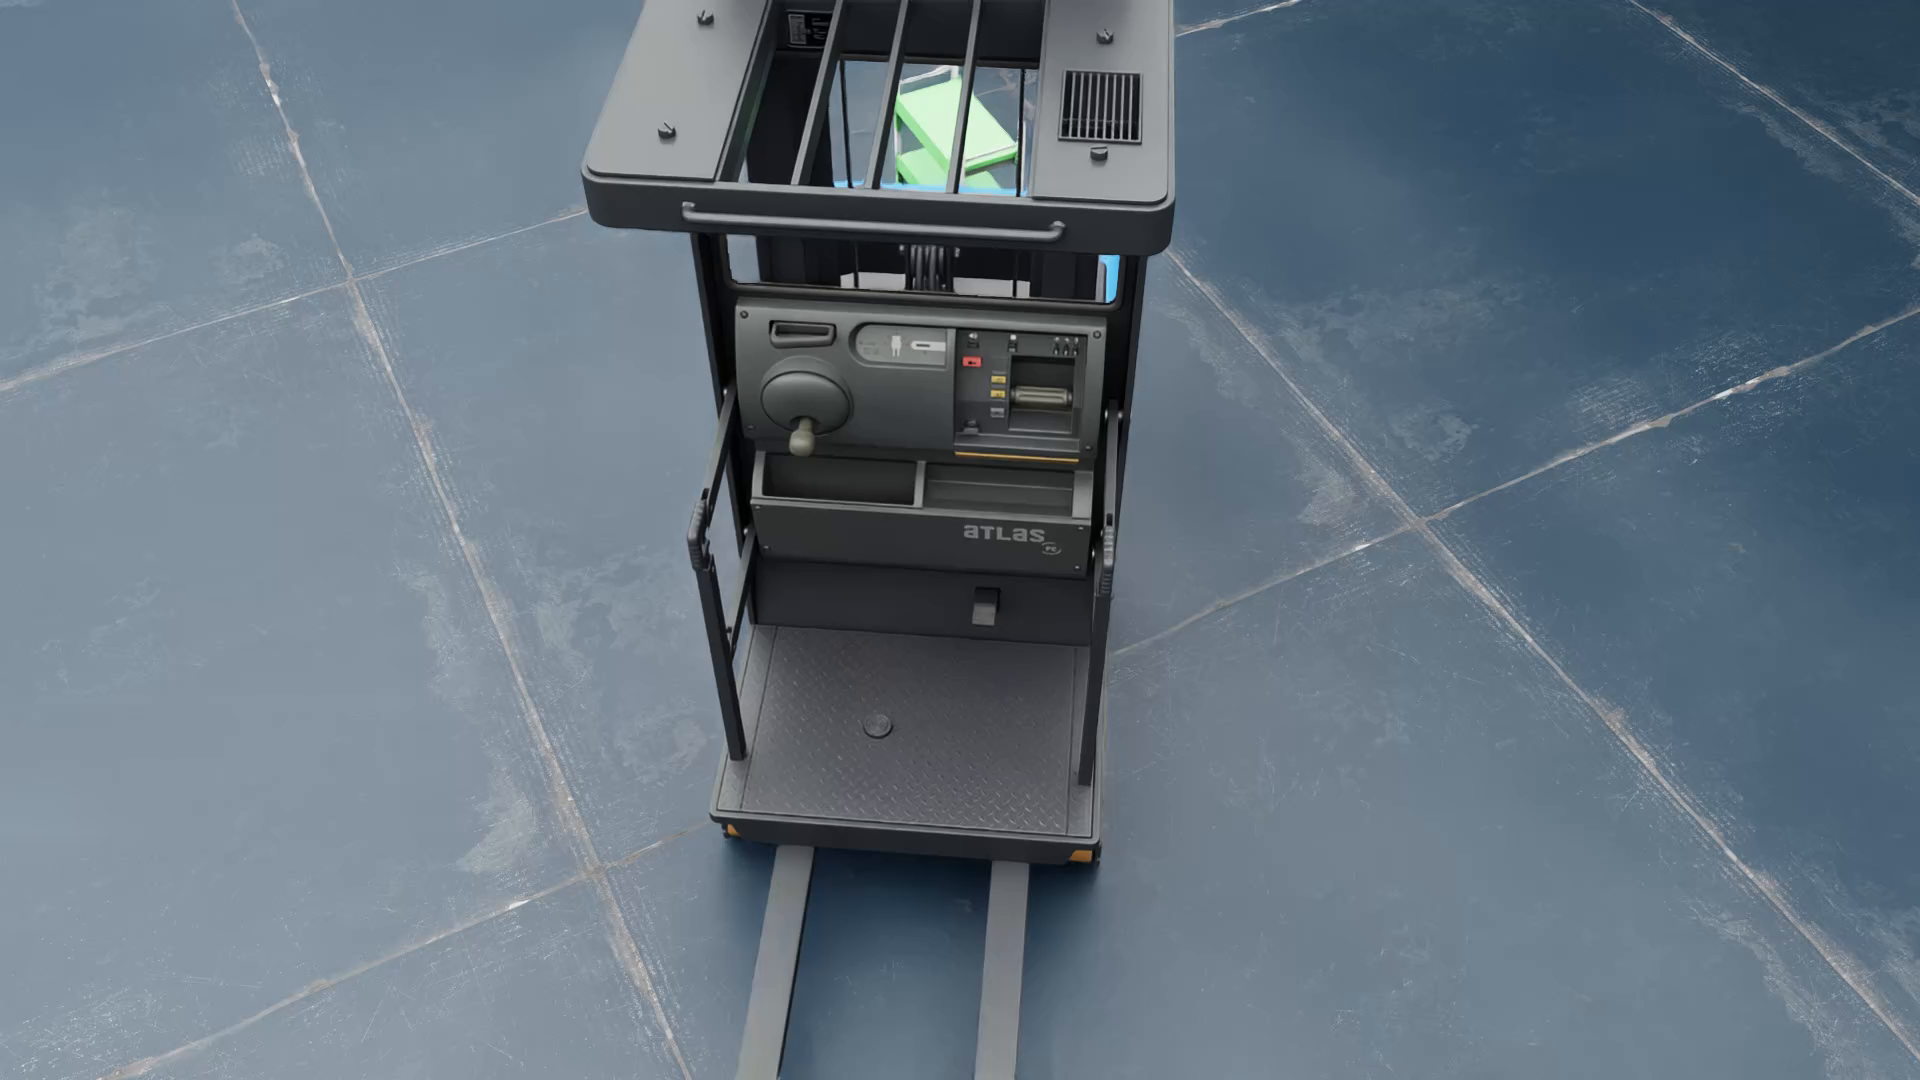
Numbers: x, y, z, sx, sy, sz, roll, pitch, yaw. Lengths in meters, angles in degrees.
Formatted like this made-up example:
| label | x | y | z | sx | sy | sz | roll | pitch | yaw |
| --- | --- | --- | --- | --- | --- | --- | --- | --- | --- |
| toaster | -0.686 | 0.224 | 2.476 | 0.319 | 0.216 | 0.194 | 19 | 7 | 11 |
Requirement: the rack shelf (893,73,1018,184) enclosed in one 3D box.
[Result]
| label | x | y | z | sx | sy | sz | roll | pitch | yaw |
| --- | --- | --- | --- | --- | --- | --- | --- | --- | --- |
| rack shelf | -0.007 | -1.350 | 5.581 | 0.258 | 0.148 | 0.480 | -21 | 52 | -17 |

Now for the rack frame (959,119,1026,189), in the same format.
| label | x | y | z | sx | sy | sz | roll | pitch | yaw |
| --- | --- | --- | --- | --- | --- | --- | --- | --- | --- |
| rack frame | 0.102 | -0.911 | 5.750 | 0.240 | 1.200 | 0.015 | -21 | 52 | -17 |

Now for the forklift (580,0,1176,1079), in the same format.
| label | x | y | z | sx | sy | sz | roll | pitch | yaw |
| --- | --- | --- | --- | --- | --- | --- | --- | --- | --- |
| forklift | -0.118 | -0.289 | 4.055 | 1.130 | 2.935 | 3.031 | 4 | 49 | 3 |

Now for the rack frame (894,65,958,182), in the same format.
| label | x | y | z | sx | sy | sz | roll | pitch | yaw |
| --- | --- | --- | --- | --- | --- | --- | --- | --- | --- |
| rack frame | -0.116 | -1.240 | 6.038 | 0.240 | 1.200 | 0.015 | -21 | 52 | -17 |

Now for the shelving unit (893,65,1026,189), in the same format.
| label | x | y | z | sx | sy | sz | roll | pitch | yaw |
| --- | --- | --- | --- | --- | --- | --- | --- | --- | --- |
| shelving unit | -0.007 | -1.076 | 5.894 | 0.258 | 1.200 | 0.503 | -21 | 52 | -17 |

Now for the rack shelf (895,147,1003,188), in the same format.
| label | x | y | z | sx | sy | sz | roll | pitch | yaw |
| --- | --- | --- | --- | --- | --- | --- | --- | --- | --- |
| rack shelf | -0.007 | -1.192 | 5.761 | 0.258 | 0.148 | 0.480 | -21 | 52 | -17 |
